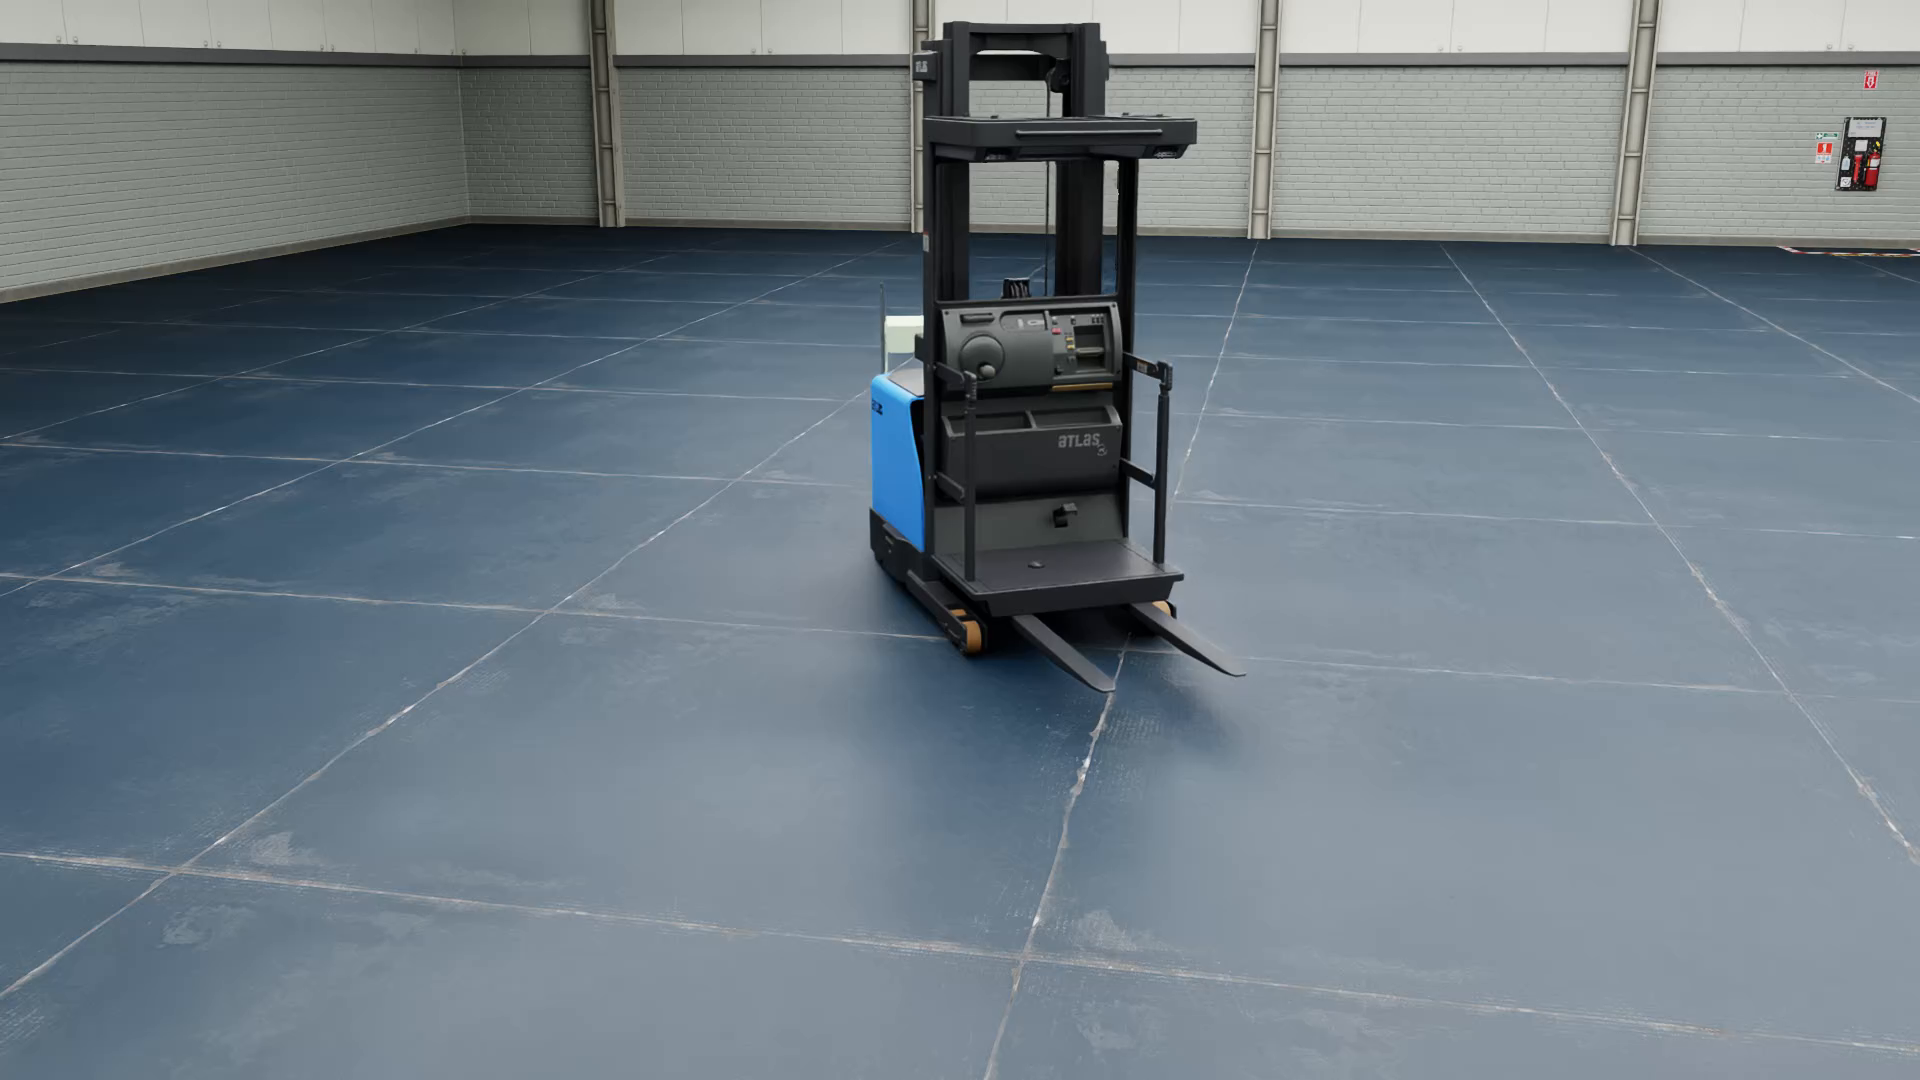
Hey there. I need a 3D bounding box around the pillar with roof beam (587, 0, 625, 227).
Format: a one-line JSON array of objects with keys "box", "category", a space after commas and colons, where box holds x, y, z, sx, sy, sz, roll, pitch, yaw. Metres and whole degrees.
[{"box": [-7.398, -9.119, 26.056, 0.400, 9.000, 9.100, 3, 16, 11], "category": "pillar with roof beam"}]

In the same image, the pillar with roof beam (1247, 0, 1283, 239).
[{"box": [4.362, -8.481, 23.751, 0.400, 9.000, 9.100, 3, 16, 11], "category": "pillar with roof beam"}]

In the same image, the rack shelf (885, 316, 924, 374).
[{"box": [-0.090, -1.140, 9.837, 0.720, 0.370, 0.431, -1, 16, -4], "category": "rack shelf"}]

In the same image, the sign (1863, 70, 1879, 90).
[{"box": [14.577, -7.362, 26.610, 0.199, 0.298, 0.001, 3, 16, 11], "category": "sign"}]

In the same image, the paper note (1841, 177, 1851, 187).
[{"box": [14.405, -5.822, 27.040, 0.142, 0.148, 0.016, 3, 16, 11], "category": "paper note"}]

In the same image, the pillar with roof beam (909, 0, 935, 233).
[{"box": [-1.518, -8.800, 24.903, 0.400, 9.000, 9.100, 3, 16, 11], "category": "pillar with roof beam"}]

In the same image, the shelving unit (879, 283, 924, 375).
[{"box": [-0.090, -0.764, 9.941, 0.755, 1.500, 0.431, -1, 16, -4], "category": "shelving unit"}]

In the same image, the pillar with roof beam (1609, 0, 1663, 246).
[{"box": [10.241, -8.162, 22.599, 0.400, 9.000, 9.100, 3, 16, 11], "category": "pillar with roof beam"}]

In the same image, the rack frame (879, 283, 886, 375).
[{"box": [-0.455, -0.757, 9.915, 0.023, 1.500, 0.400, -1, 16, -4], "category": "rack frame"}]

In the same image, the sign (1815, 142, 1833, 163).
[{"box": [14.044, -6.292, 27.022, 0.234, 0.329, 0.001, 3, 16, 11], "category": "sign"}]

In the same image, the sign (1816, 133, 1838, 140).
[{"box": [14.046, -6.545, 26.942, 0.331, 0.109, 0.001, 3, 16, 11], "category": "sign"}]

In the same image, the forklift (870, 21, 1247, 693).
[{"box": [0.431, -0.981, 8.042, 1.130, 2.935, 3.031, -5, 16, -18], "category": "forklift"}]

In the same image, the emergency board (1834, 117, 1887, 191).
[{"box": [14.565, -6.219, 26.823, 0.643, 1.169, 0.194, 3, 16, 11], "category": "emergency board"}]
